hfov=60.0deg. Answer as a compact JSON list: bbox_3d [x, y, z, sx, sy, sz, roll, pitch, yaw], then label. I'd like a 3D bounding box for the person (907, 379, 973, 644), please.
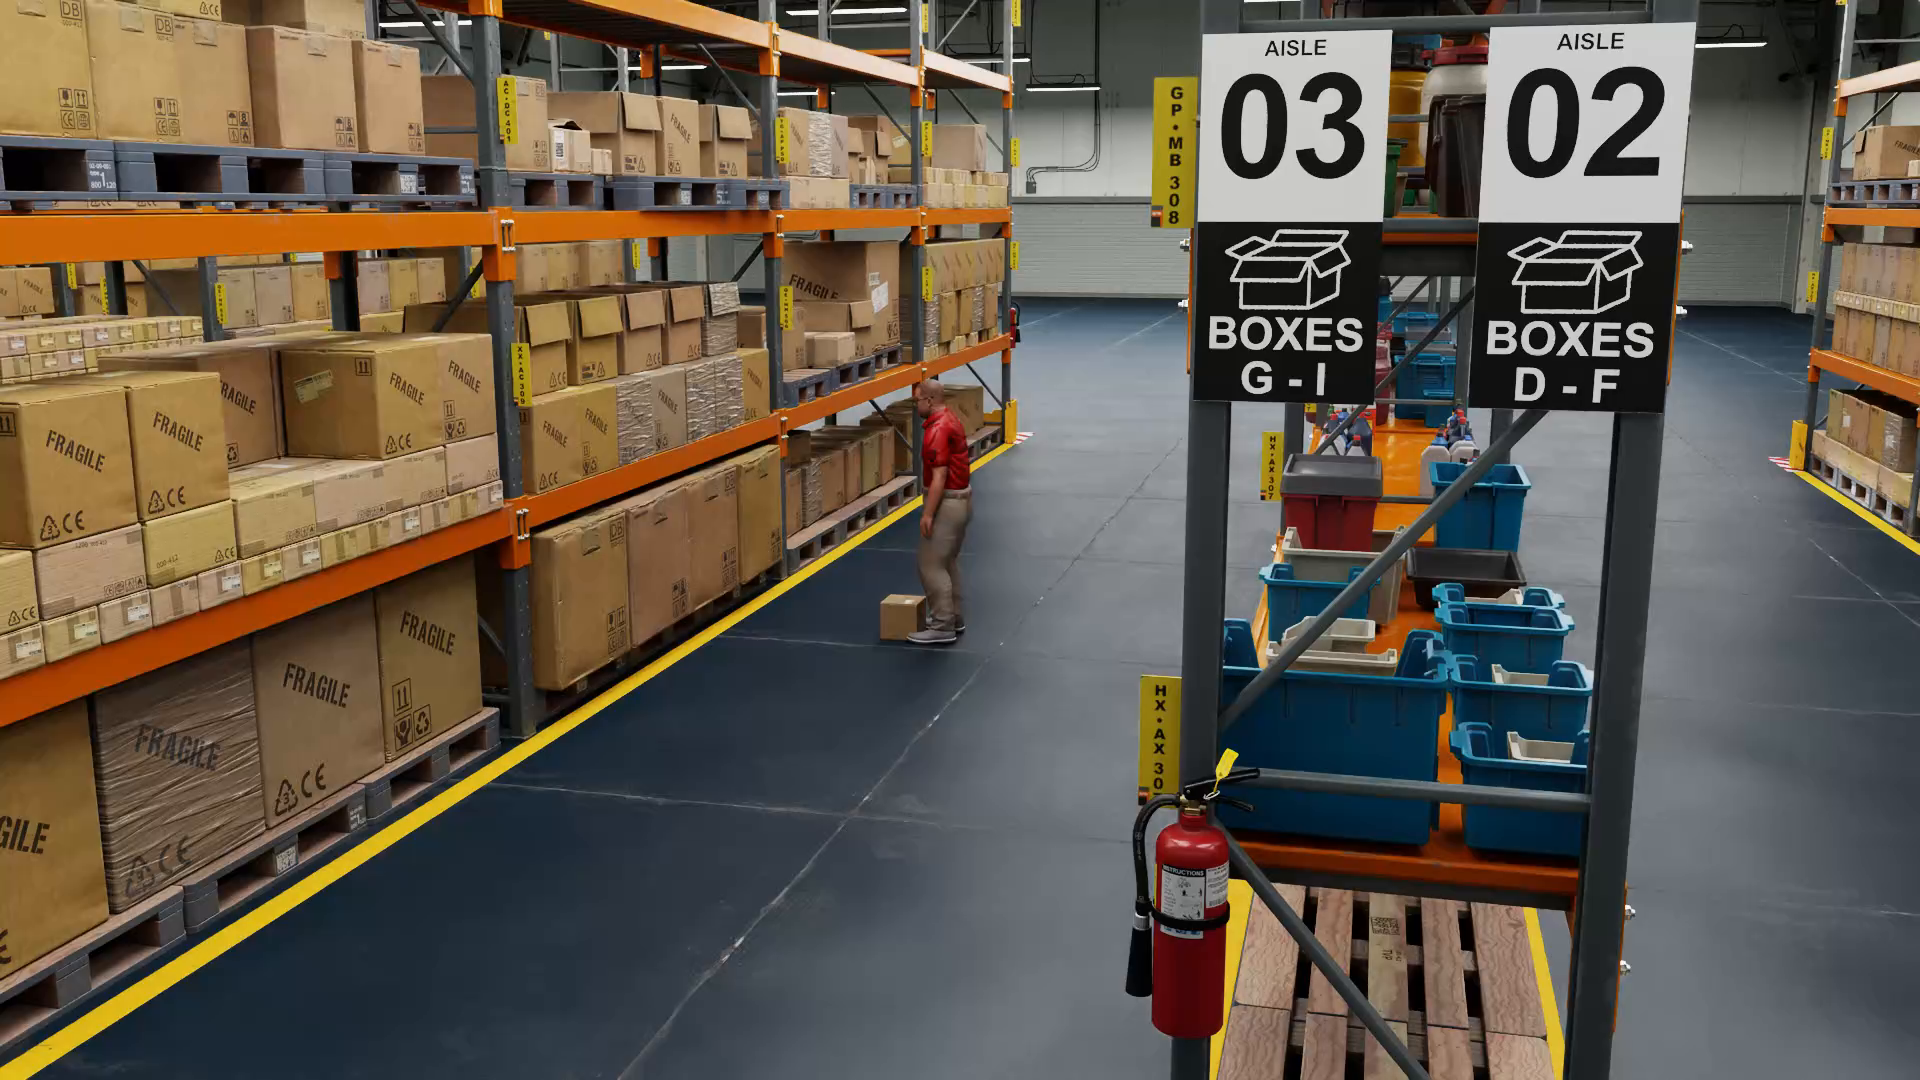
[{"bbox_3d":[-0.130,-0.195,10.950,0.396,1.726,0.585,3,12,14],"label":"person"}]
